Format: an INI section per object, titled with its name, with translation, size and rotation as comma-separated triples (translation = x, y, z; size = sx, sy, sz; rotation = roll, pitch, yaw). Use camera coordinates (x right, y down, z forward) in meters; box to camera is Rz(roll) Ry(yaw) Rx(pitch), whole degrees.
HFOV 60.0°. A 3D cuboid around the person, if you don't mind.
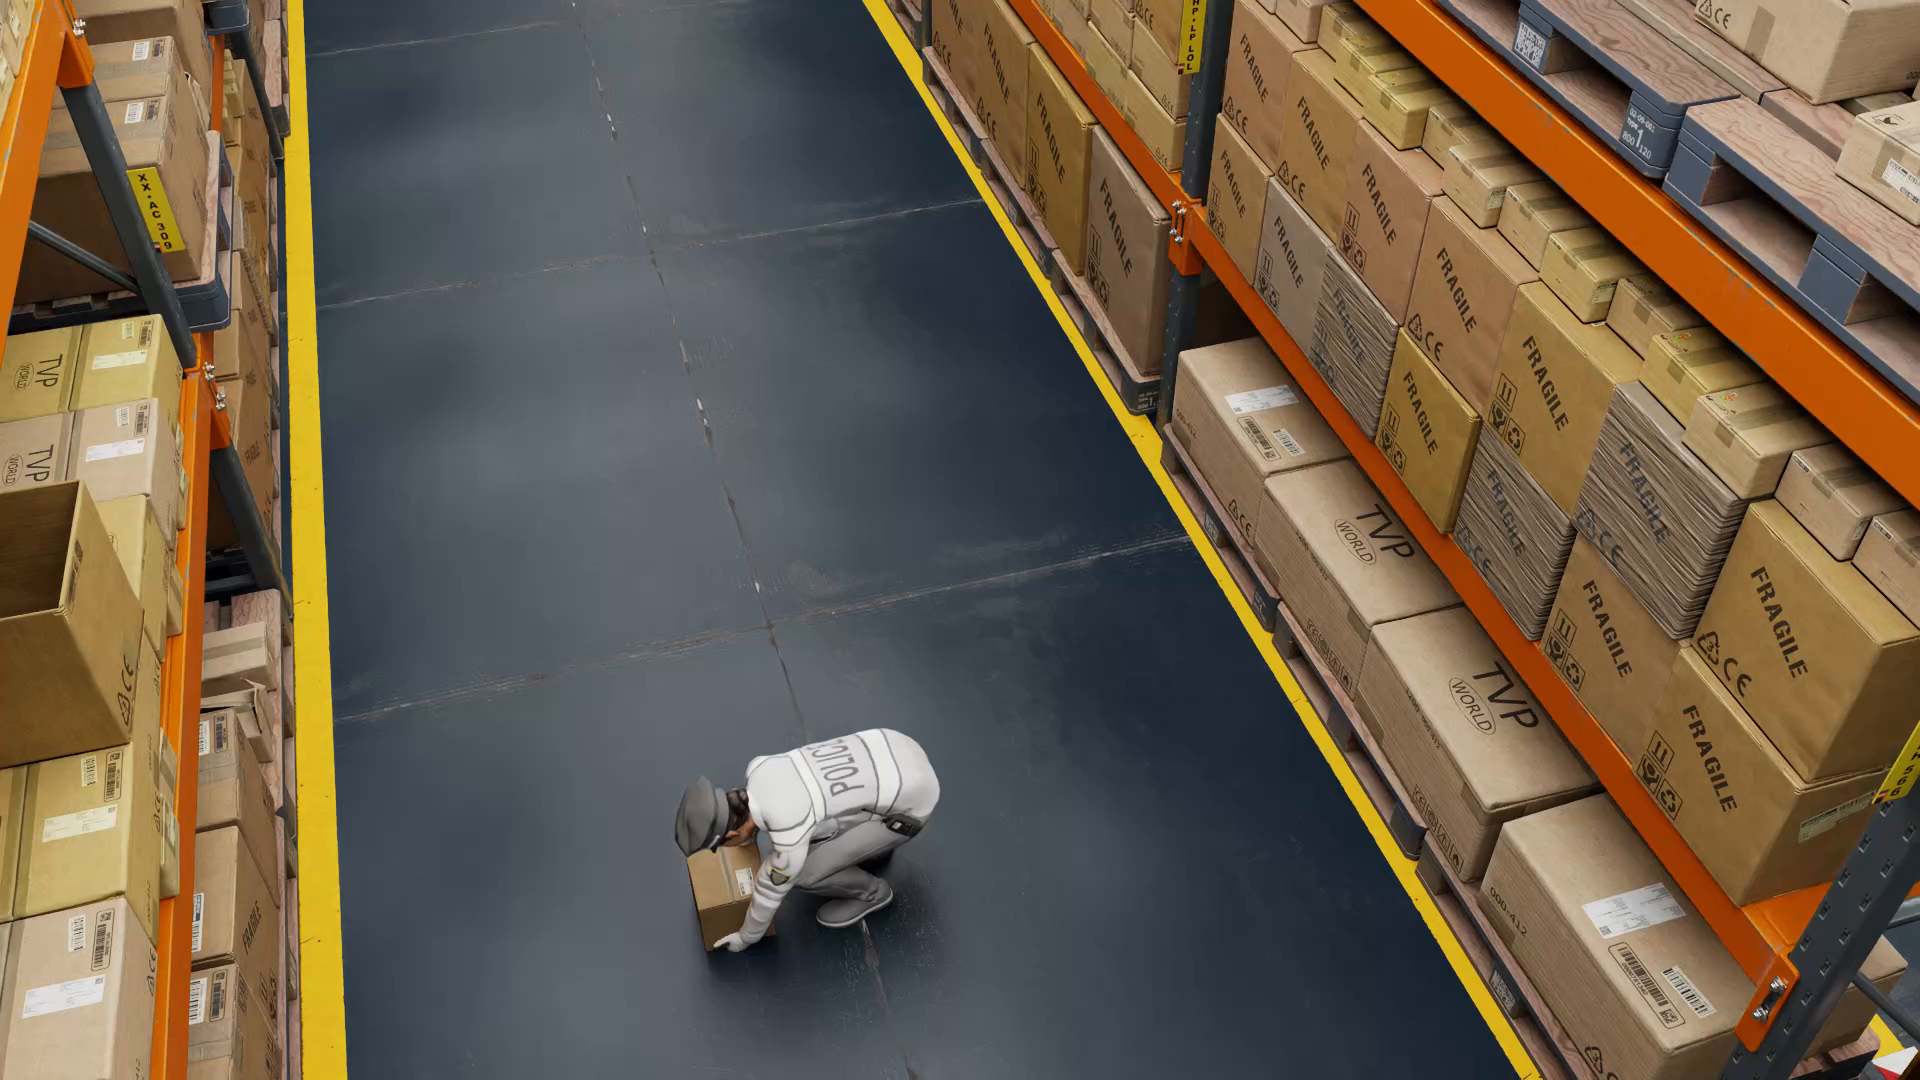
[person]
translation = -0.520, 1.009, 5.742
size = 0.910, 0.773, 0.449
rotation = -13, 44, -14
